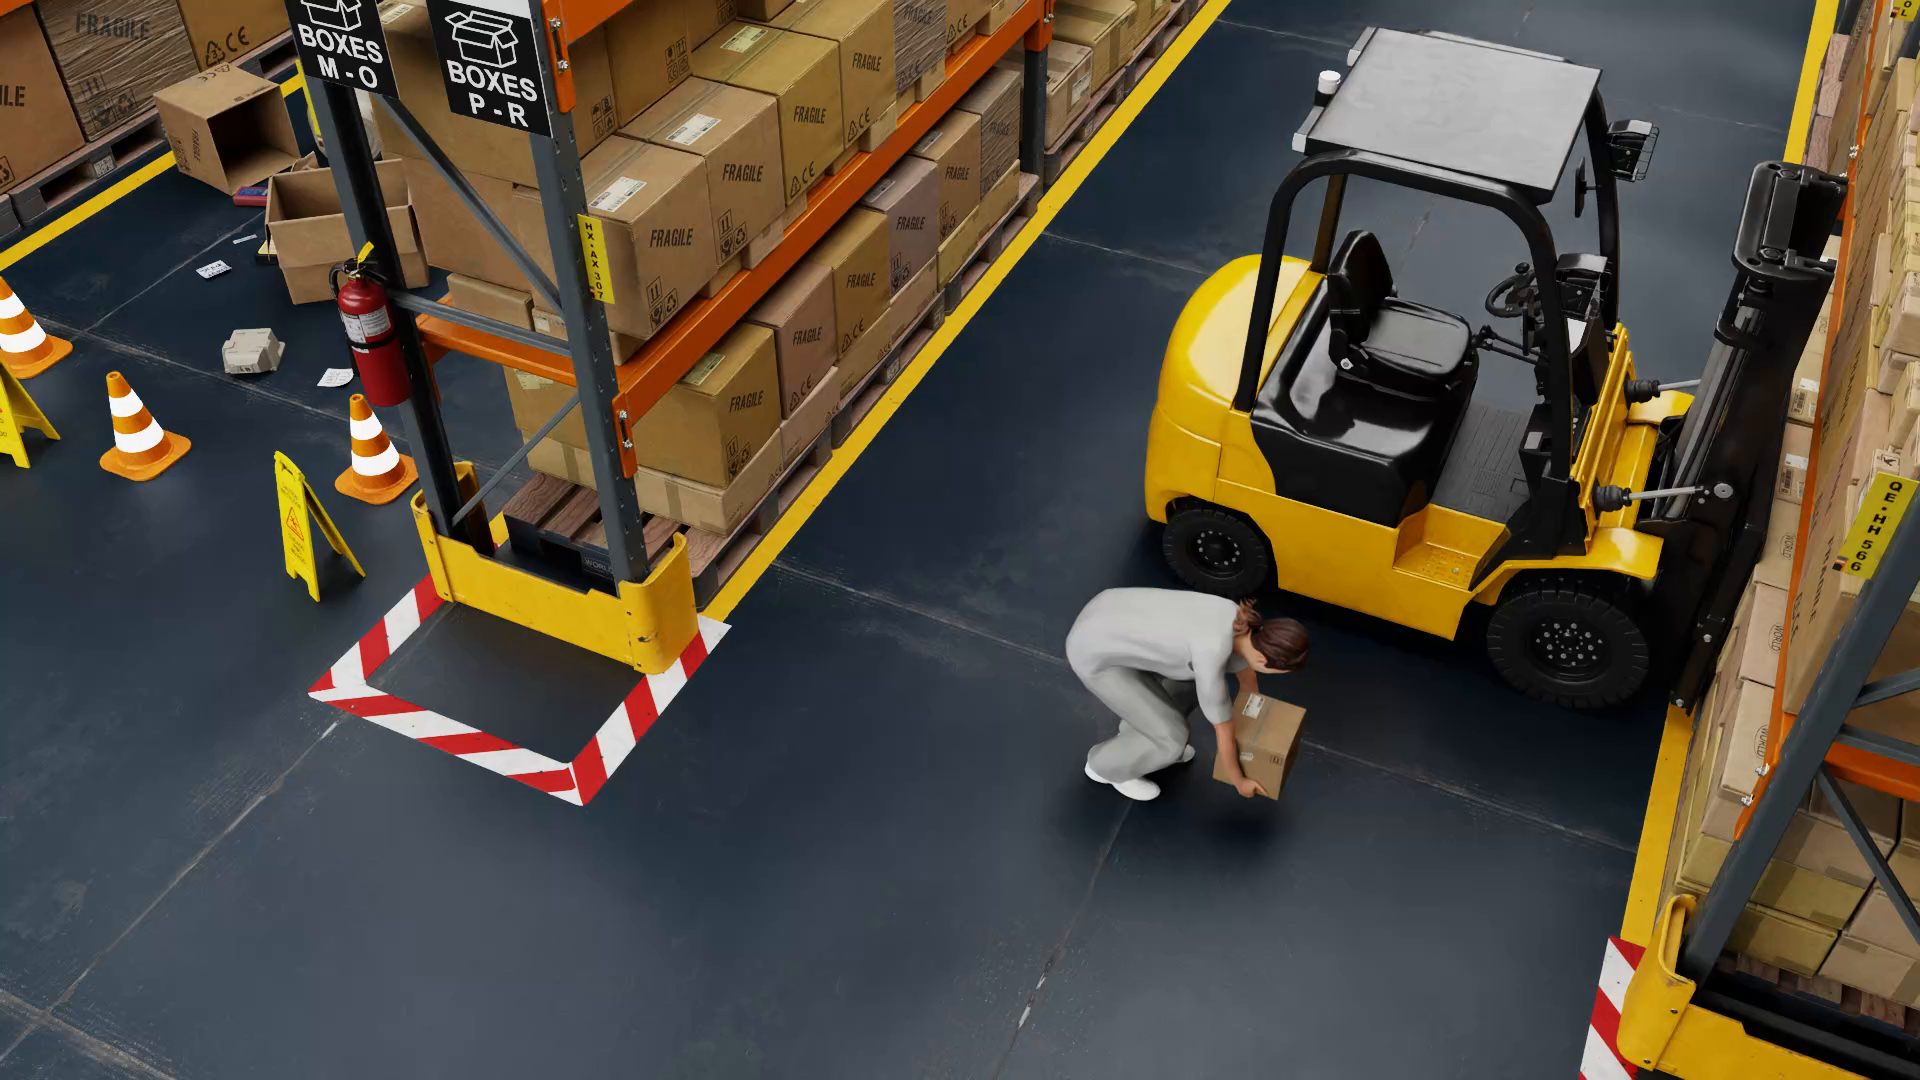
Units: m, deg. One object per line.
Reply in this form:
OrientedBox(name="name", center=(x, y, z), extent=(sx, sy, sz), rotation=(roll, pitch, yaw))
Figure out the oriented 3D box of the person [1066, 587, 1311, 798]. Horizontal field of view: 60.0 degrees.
OrientedBox(name="person", center=(0.808, 0.544, 6.077), extent=(0.857, 0.897, 0.463), rotation=(16, 44, 17))
